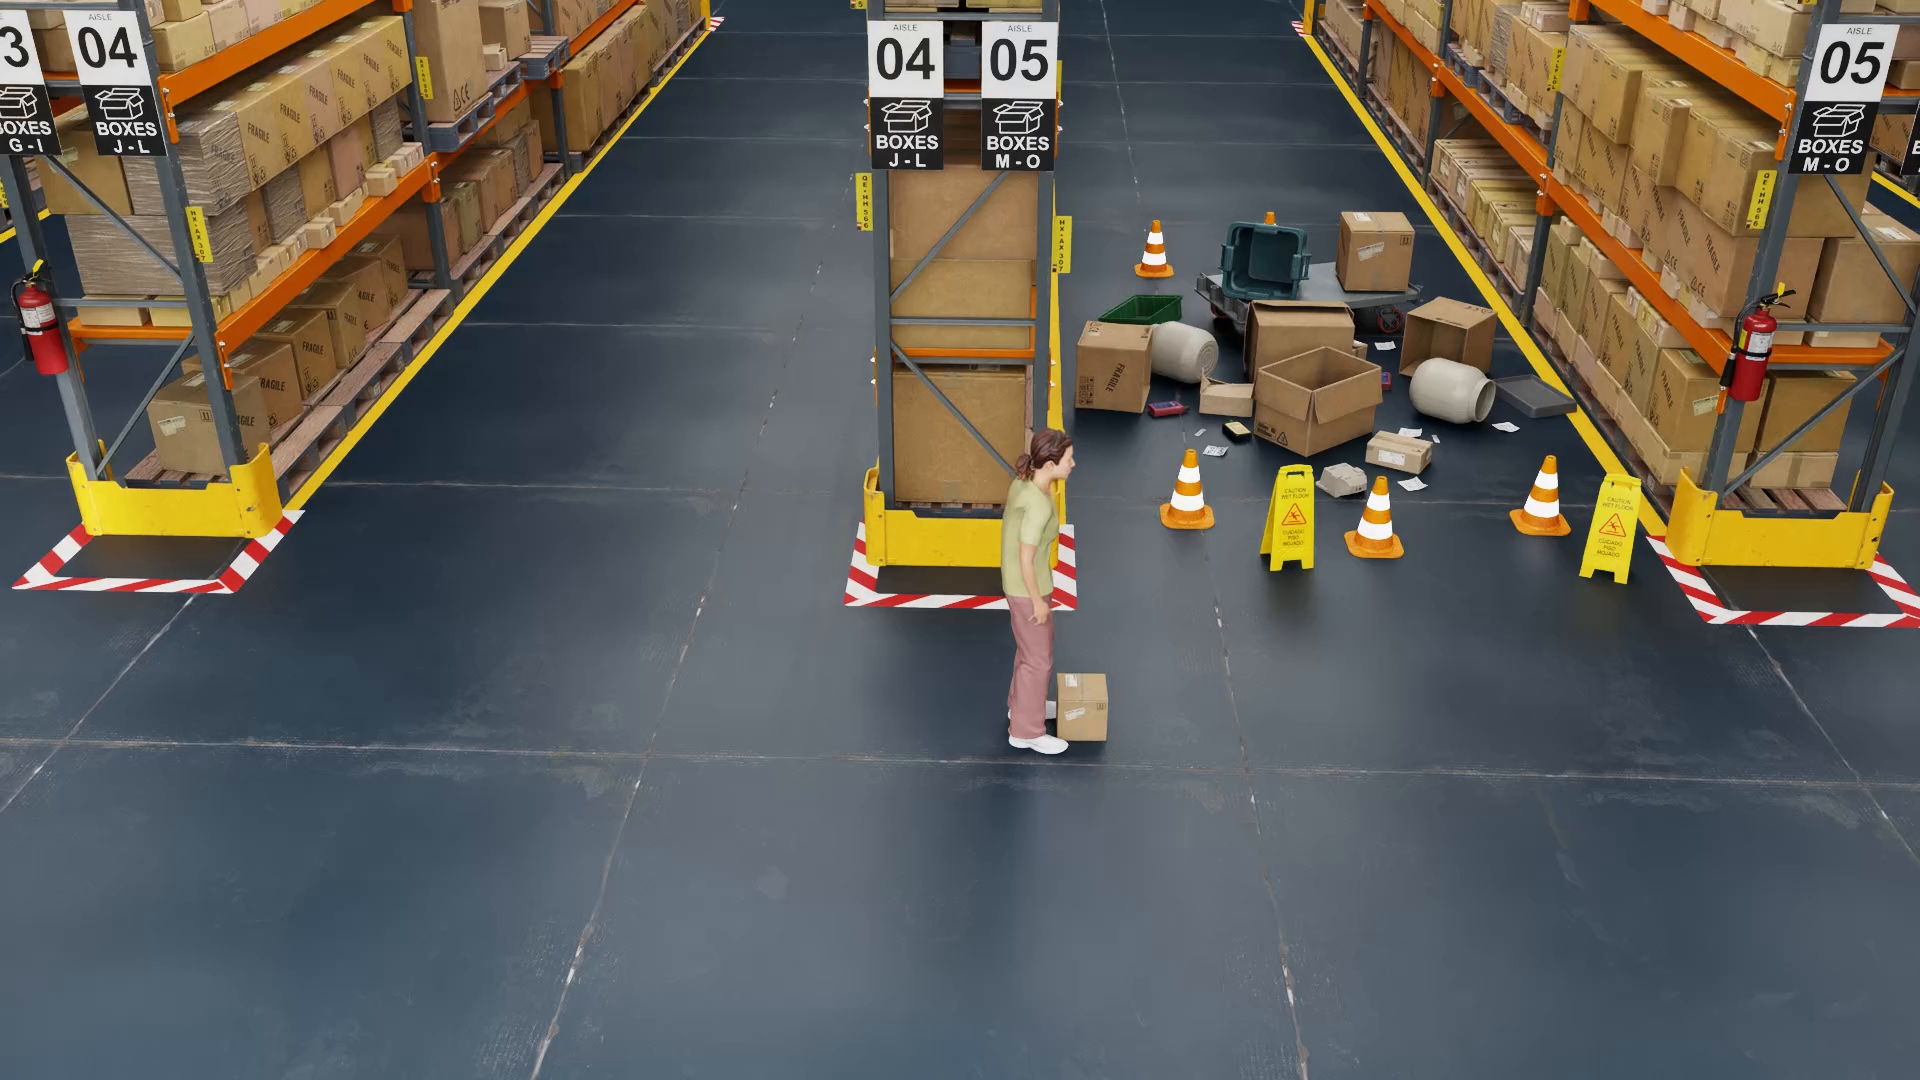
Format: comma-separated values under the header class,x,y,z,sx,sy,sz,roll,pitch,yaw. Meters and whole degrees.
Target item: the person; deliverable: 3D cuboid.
class,x,y,z,sx,sy,sz,roll,pitch,yaw
person,0.377,0.237,8.204,0.354,1.650,0.507,0,28,1
